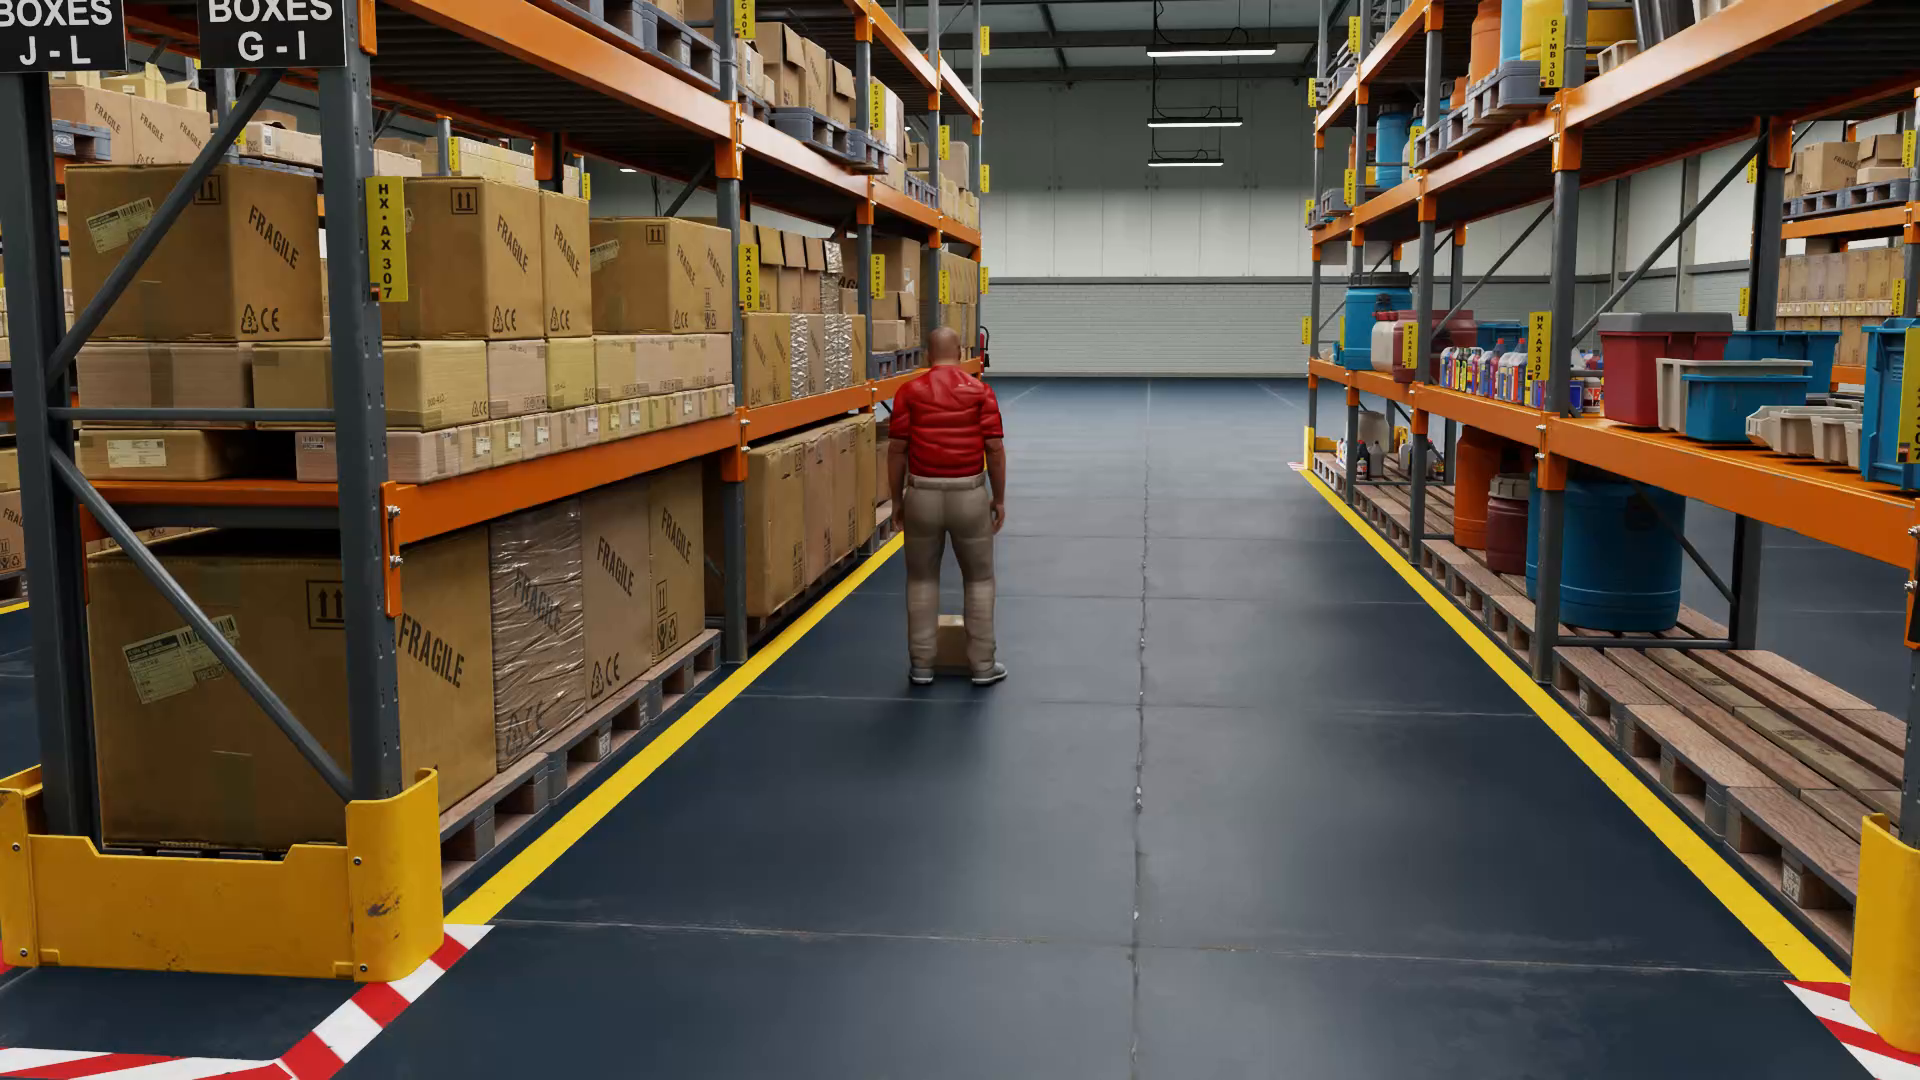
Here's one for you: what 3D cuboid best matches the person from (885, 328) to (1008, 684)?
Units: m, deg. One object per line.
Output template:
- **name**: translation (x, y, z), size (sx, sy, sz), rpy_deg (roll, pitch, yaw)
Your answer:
- **person**: translation (-0.062, -0.163, 8.080), size (0.587, 1.725, 0.393), rpy_deg (0, 8, 3)
